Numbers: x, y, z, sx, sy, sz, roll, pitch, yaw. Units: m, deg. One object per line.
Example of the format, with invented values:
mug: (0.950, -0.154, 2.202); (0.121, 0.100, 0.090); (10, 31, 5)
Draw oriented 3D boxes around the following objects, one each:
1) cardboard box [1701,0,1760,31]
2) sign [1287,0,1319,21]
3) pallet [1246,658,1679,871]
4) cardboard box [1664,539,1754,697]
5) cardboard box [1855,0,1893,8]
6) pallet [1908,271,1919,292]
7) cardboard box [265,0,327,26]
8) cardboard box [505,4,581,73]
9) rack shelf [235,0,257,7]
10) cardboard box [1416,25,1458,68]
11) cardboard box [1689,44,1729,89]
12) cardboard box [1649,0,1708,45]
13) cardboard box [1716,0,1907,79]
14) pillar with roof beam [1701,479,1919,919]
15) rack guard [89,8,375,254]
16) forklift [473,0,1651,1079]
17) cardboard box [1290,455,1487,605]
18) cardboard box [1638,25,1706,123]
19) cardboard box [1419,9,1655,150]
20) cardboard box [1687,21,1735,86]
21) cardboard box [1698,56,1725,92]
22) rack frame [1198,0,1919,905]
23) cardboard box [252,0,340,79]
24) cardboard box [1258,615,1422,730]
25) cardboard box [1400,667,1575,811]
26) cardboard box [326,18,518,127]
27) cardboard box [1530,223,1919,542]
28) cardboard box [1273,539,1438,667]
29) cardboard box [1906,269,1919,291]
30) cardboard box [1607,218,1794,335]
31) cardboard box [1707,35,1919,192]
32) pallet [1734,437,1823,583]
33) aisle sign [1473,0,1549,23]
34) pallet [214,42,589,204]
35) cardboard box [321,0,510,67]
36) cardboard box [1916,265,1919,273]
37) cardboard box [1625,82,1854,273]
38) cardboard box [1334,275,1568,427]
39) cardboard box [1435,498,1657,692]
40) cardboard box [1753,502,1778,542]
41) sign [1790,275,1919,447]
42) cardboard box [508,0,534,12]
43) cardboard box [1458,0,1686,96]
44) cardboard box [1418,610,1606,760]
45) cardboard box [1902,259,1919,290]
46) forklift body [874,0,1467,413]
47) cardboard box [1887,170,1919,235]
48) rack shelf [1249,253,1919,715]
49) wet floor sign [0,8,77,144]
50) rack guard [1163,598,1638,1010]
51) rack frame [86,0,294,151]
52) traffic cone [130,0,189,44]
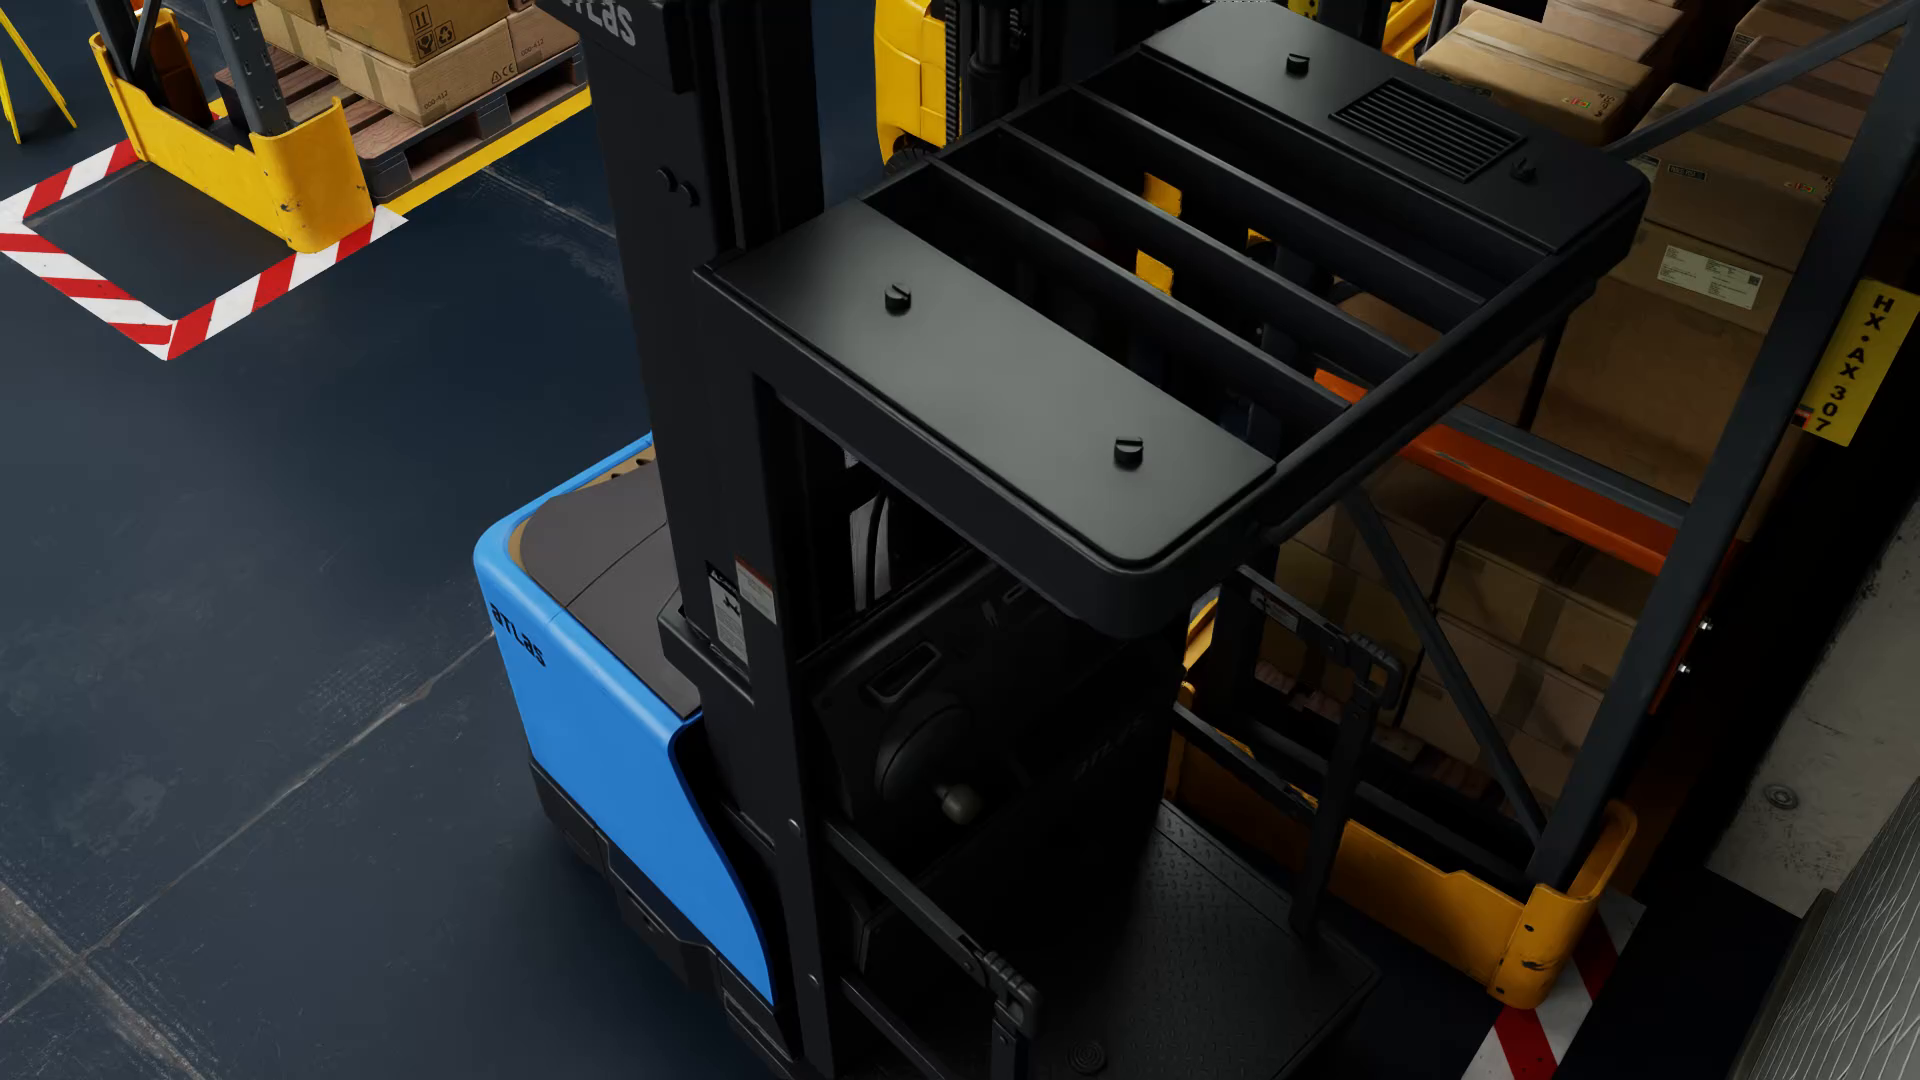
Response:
cardboard box: (1.602, -1.305, 3.699); (0.380, 0.149, 0.250); (30, 53, 25)
sign: (0.653, -0.949, 3.118); (0.100, 0.325, 0.005); (29, 53, 25)
pallet: (1.508, 0.288, 4.829); (1.003, 0.211, 1.213); (29, 53, 25)
cardboard box: (1.859, 0.114, 4.678); (0.500, 0.250, 0.500); (30, 53, 25)
cardboard box: (1.948, -1.106, 3.508); (0.380, 0.149, 0.250); (29, 53, 25)
pallet: (3.000, -1.109, 6.163); (1.003, 0.211, 1.213); (29, 53, 25)
cardboard box: (-2.573, -2.440, 6.599); (0.500, 0.500, 0.500); (30, 53, 25)
cardboard box: (-1.826, -2.235, 6.922); (0.500, 0.250, 0.500); (31, 54, 26)
rack shelf: (-1.633, -3.308, 6.833); (1.077, 0.370, 4.000); (29, 53, 25)
cardboard box: (1.197, -0.960, 3.575); (0.380, 0.149, 0.250); (30, 53, 26)
cardboard box: (1.492, -0.944, 4.009); (0.500, 0.500, 0.500); (31, 54, 26)
cardboard box: (1.391, -1.195, 3.594); (0.380, 0.149, 0.250); (30, 53, 26)
cardboard box: (1.785, -0.971, 3.379); (0.380, 0.149, 0.250); (30, 53, 26)
pillar with roof beam: (-1.194, -4.195, 3.034); (9.100, 9.000, 0.400); (29, 53, 25)
rack guard: (-2.810, -1.592, 6.425); (1.175, 0.500, 0.348); (29, 53, 25)
forklift: (0.257, 0.249, 2.985); (1.130, 2.935, 3.031); (-35, 56, -29)
cardboard box: (1.109, -0.161, 4.249); (0.500, 0.250, 0.500); (31, 54, 26)
cardboard box: (1.404, -1.081, 3.691); (0.380, 0.149, 0.250); (30, 53, 26)
cardboard box: (1.126, -0.879, 3.292); (0.380, 0.149, 0.250); (29, 53, 25)
cardboard box: (1.565, -1.218, 3.821); (0.380, 0.149, 0.250); (29, 53, 25)
cardboard box: (1.748, -0.869, 3.488); (0.380, 0.149, 0.250); (28, 53, 24)
rack frame: (1.074, -0.219, 3.385); (1.000, 3.000, 0.127); (29, 53, 25)
cardboard box: (-2.560, -2.202, 6.890); (0.500, 0.250, 0.500); (29, 53, 25)
cardboard box: (1.111, 0.177, 4.618); (0.500, 0.250, 0.500); (30, 53, 25)
cardboard box: (1.529, 0.391, 4.414); (0.500, 0.250, 0.500); (29, 53, 25)
cardboard box: (-2.144, -1.946, 6.646); (0.500, 0.250, 0.500); (29, 53, 25)
cardboard box: (1.597, -0.415, 3.503); (0.500, 0.500, 0.500); (31, 54, 26)
cardboard box: (1.124, -0.004, 4.445); (0.500, 0.250, 0.500); (29, 53, 25)
cardboard box: (3.080, -1.043, 5.783); (0.500, 0.250, 0.500); (29, 53, 25)
cardboard box: (1.487, -0.557, 3.190); (0.380, 0.149, 0.250); (28, 52, 24)
cardboard box: (1.661, -0.803, 3.219); (0.380, 0.149, 0.250); (31, 54, 26)
pallet: (2.255, -0.407, 5.493); (1.003, 0.211, 1.213); (29, 53, 25)
aisle sign: (0.801, -1.210, 2.533); (0.394, 0.787, 0.004); (29, 53, 25)
pallet: (-2.285, -1.941, 6.958); (1.003, 0.211, 1.213); (29, 53, 25)
cardboard box: (-2.130, -2.219, 6.388); (0.500, 0.500, 0.500); (28, 52, 24)
cardboard box: (3.085, -1.204, 5.592); (0.500, 0.250, 0.500); (30, 53, 26)
cardboard box: (1.448, -0.679, 3.100); (0.380, 0.149, 0.250); (28, 53, 24)
cardboard box: (1.167, -0.652, 3.729); (0.500, 0.500, 0.500); (28, 52, 24)
cardboard box: (1.518, 0.049, 4.049); (0.500, 0.250, 0.500); (28, 53, 24)
cardboard box: (2.160, -0.182, 4.960); (0.500, 0.250, 0.500); (29, 53, 25)
sign: (1.510, -0.297, 2.806); (0.100, 0.325, 0.005); (29, 53, 25)
cardboard box: (-1.814, -2.520, 6.676); (0.500, 0.500, 0.500); (27, 52, 24)
cardboard box: (1.252, -1.034, 3.440); (0.380, 0.149, 0.250); (29, 53, 25)
cardboard box: (1.526, 0.235, 4.216); (0.500, 0.250, 0.500); (30, 53, 26)
cardboard box: (2.772, -0.917, 5.317); (0.500, 0.250, 0.500); (29, 53, 25)
forklift body: (0.790, -1.818, 5.499); (2.313, 2.155, 1.214); (29, 53, 25)
cardboard box: (1.898, -0.723, 3.797); (0.500, 0.500, 0.500); (31, 54, 26)
rack shelf: (2.297, -1.115, 4.739); (1.077, 0.370, 4.000); (29, 53, 25)
wet floor sign: (-3.819, -1.963, 6.679); (0.232, 0.644, 0.267); (-25, 51, -22)
rack guard: (1.059, 0.658, 4.276); (1.175, 0.500, 0.348); (29, 53, 25)
rack frame: (-2.856, -2.412, 5.479); (1.000, 3.000, 0.127); (29, 53, 25)
traffic cone: (-3.614, -2.352, 7.177); (0.336, 0.463, 0.334); (29, 53, 25)
